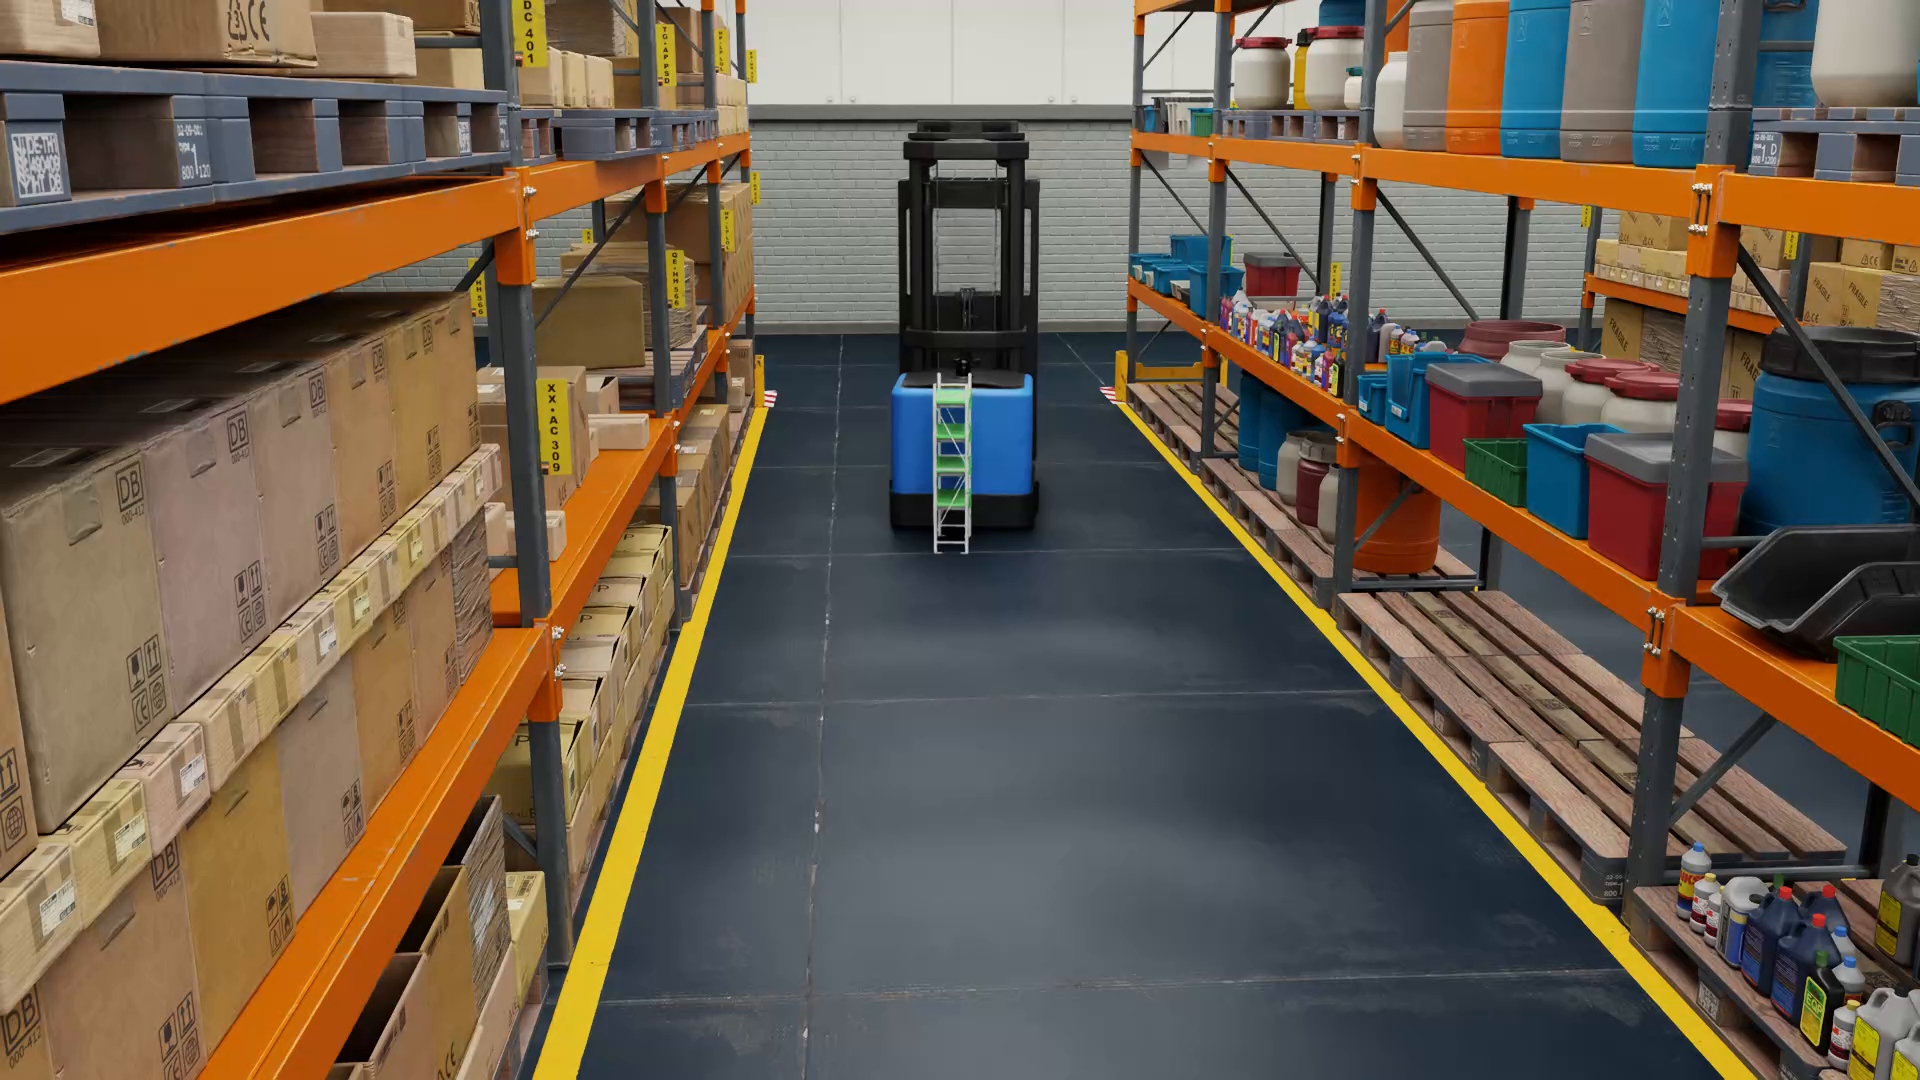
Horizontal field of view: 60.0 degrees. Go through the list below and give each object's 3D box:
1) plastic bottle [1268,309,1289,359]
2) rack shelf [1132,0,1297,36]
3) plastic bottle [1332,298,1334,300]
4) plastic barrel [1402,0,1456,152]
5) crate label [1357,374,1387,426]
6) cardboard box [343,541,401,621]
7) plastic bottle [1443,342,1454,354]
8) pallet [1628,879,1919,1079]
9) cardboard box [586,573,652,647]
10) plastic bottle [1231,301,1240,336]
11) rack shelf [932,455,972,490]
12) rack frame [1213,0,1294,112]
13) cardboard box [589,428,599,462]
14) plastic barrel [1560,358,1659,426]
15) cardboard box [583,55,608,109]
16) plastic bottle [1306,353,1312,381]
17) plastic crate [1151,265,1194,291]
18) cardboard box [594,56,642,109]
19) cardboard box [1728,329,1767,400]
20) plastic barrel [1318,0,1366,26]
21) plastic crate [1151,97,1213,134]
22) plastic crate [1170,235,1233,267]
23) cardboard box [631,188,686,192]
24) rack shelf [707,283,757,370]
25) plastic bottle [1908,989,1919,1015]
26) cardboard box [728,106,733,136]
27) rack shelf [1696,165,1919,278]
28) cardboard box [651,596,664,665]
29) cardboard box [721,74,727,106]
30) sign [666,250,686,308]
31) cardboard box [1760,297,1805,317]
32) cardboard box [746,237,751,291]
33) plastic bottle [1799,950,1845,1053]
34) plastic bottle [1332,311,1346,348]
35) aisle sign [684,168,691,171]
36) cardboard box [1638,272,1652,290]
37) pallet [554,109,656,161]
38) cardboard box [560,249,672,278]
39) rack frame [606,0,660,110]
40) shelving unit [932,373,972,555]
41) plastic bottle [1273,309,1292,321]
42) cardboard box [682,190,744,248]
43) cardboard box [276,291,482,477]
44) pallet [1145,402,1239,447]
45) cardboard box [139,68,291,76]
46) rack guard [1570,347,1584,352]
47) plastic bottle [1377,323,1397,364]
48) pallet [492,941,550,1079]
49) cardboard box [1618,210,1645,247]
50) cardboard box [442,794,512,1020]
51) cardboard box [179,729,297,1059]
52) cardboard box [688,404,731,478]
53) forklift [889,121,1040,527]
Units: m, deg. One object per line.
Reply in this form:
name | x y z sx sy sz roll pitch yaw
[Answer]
plastic bottle | 2.270 -1.456 11.765 0.144 0.351 0.185 -1 14 -3
rack shelf | 2.408 -4.838 15.016 1.077 0.370 4.000 -1 14 -3
plastic bottle | 2.939 -1.771 13.123 0.061 0.283 0.133 -1 14 -3
plastic barrel | 2.614 -2.470 8.582 0.600 0.901 0.600 0 14 0
crate label | 2.432 -0.791 9.416 0.303 0.233 0.416 -1 14 -3
cardboard box | -1.609 0.105 4.094 0.380 0.149 0.250 0 14 -2
plastic bottle | 3.101 -1.121 10.598 0.061 0.283 0.133 -1 14 -3
pallet | 3.028 1.530 5.654 1.003 0.211 1.213 -1 14 -3
cardboard box | -1.819 0.331 8.270 0.500 0.311 0.500 -1 14 -4
plastic bottle | 2.168 -1.731 12.994 0.097 0.271 0.097 0 14 0
rack shelf | -0.052 -0.482 11.747 0.258 0.148 0.480 1 14 3
rack frame | 2.532 -4.883 12.944 1.000 3.000 0.127 -1 14 -3
cardboard box | -2.029 -0.469 8.333 0.380 0.149 0.250 0 14 1
plastic barrel | 3.115 -0.585 8.007 0.433 0.535 0.433 0 14 0
cardboard box | -2.030 -2.248 8.183 0.500 0.250 0.500 0 14 -2
plastic bottle | 2.308 -1.139 10.833 0.097 0.201 0.097 0 14 0
plastic crate | 2.052 -2.526 16.040 0.416 0.233 0.300 -1 14 -3
cardboard box | -2.225 -2.516 9.565 0.910 0.500 0.500 -1 14 -3
cardboard box | 7.514 -1.393 14.844 0.875 0.875 0.875 -1 14 -3
plastic barrel | 2.790 -3.454 11.562 0.600 0.901 0.708 -1 14 -3
plastic crate | 2.104 -4.010 15.698 0.504 0.338 0.767 -1 14 -3
plastic crate | 2.491 -2.938 17.233 0.616 0.435 0.499 -1 14 -3
cardboard box | -2.830 -3.060 15.694 0.500 0.500 0.500 -1 14 -3
rack shelf | -2.536 -2.051 15.421 1.077 0.370 4.000 -1 14 -3
plastic bottle | 2.848 1.470 4.878 0.152 0.276 0.135 -1 14 -3
cardboard box | -2.252 -3.655 14.494 0.500 0.250 0.500 -1 14 -3
rack shelf | 3.151 -0.595 3.741 1.077 0.370 4.000 -1 14 -3
cardboard box | -1.853 0.477 8.830 0.500 0.250 0.500 -1 14 -4
cardboard box | -2.227 -3.773 13.949 0.500 0.250 0.500 -1 14 -3
sign | -1.611 -1.477 9.424 0.100 0.325 0.005 -1 14 -3
cardboard box | 7.130 -2.003 14.295 0.380 0.149 0.250 -1 14 -3
cardboard box | -2.325 -2.709 16.334 0.500 0.500 0.500 -1 14 -3
plastic bottle | 2.644 1.411 5.093 0.061 0.283 0.133 0 14 -1
plastic bottle | 2.818 -1.566 12.350 0.097 0.271 0.097 0 14 0
aisle sign | -2.957 -4.168 16.989 0.394 0.787 0.004 -1 14 -3
cardboard box | 6.986 -2.578 16.530 0.380 0.149 0.250 -1 14 -5
pallet | -1.961 -1.823 7.450 1.003 0.211 1.213 0 14 -1
cardboard box | -2.500 -1.862 12.201 0.700 0.500 0.500 1 14 5
rack frame | -2.164 -3.812 8.784 1.000 3.000 0.127 -1 14 -3
shelving unit | -0.052 -0.544 11.731 0.258 1.200 0.503 1 14 3
plastic bottle | 2.389 -1.568 12.351 0.152 0.276 0.135 -1 14 -3
cardboard box | -2.257 -2.940 15.228 0.500 0.500 0.500 0 14 -2
cardboard box | -1.883 -0.479 5.062 0.700 0.500 0.500 -1 14 -3
pallet | 2.369 -1.113 15.929 1.003 0.211 1.213 -1 14 -3
cardboard box | -1.940 -1.274 3.609 0.797 0.503 0.637 1 14 3
rack guard | 7.226 -1.844 18.190 1.175 0.500 0.348 -1 14 -3
plastic bottle | 2.990 -1.380 11.619 0.152 0.276 0.135 -1 14 -3
pallet | -1.909 1.637 5.241 1.003 0.211 1.213 -1 14 -3
cardboard box | 7.019 -3.235 16.780 0.500 0.500 0.500 -1 14 -5
cardboard box | -1.650 1.089 4.943 0.500 0.500 0.500 -1 14 -3
cardboard box | -1.747 0.664 3.226 0.700 0.500 0.500 -1 14 -3
cardboard box | -2.096 -0.786 13.195 0.500 0.500 0.500 -1 14 -4
forklift | 0.079 -1.824 13.235 1.130 2.935 3.031 1 14 3
